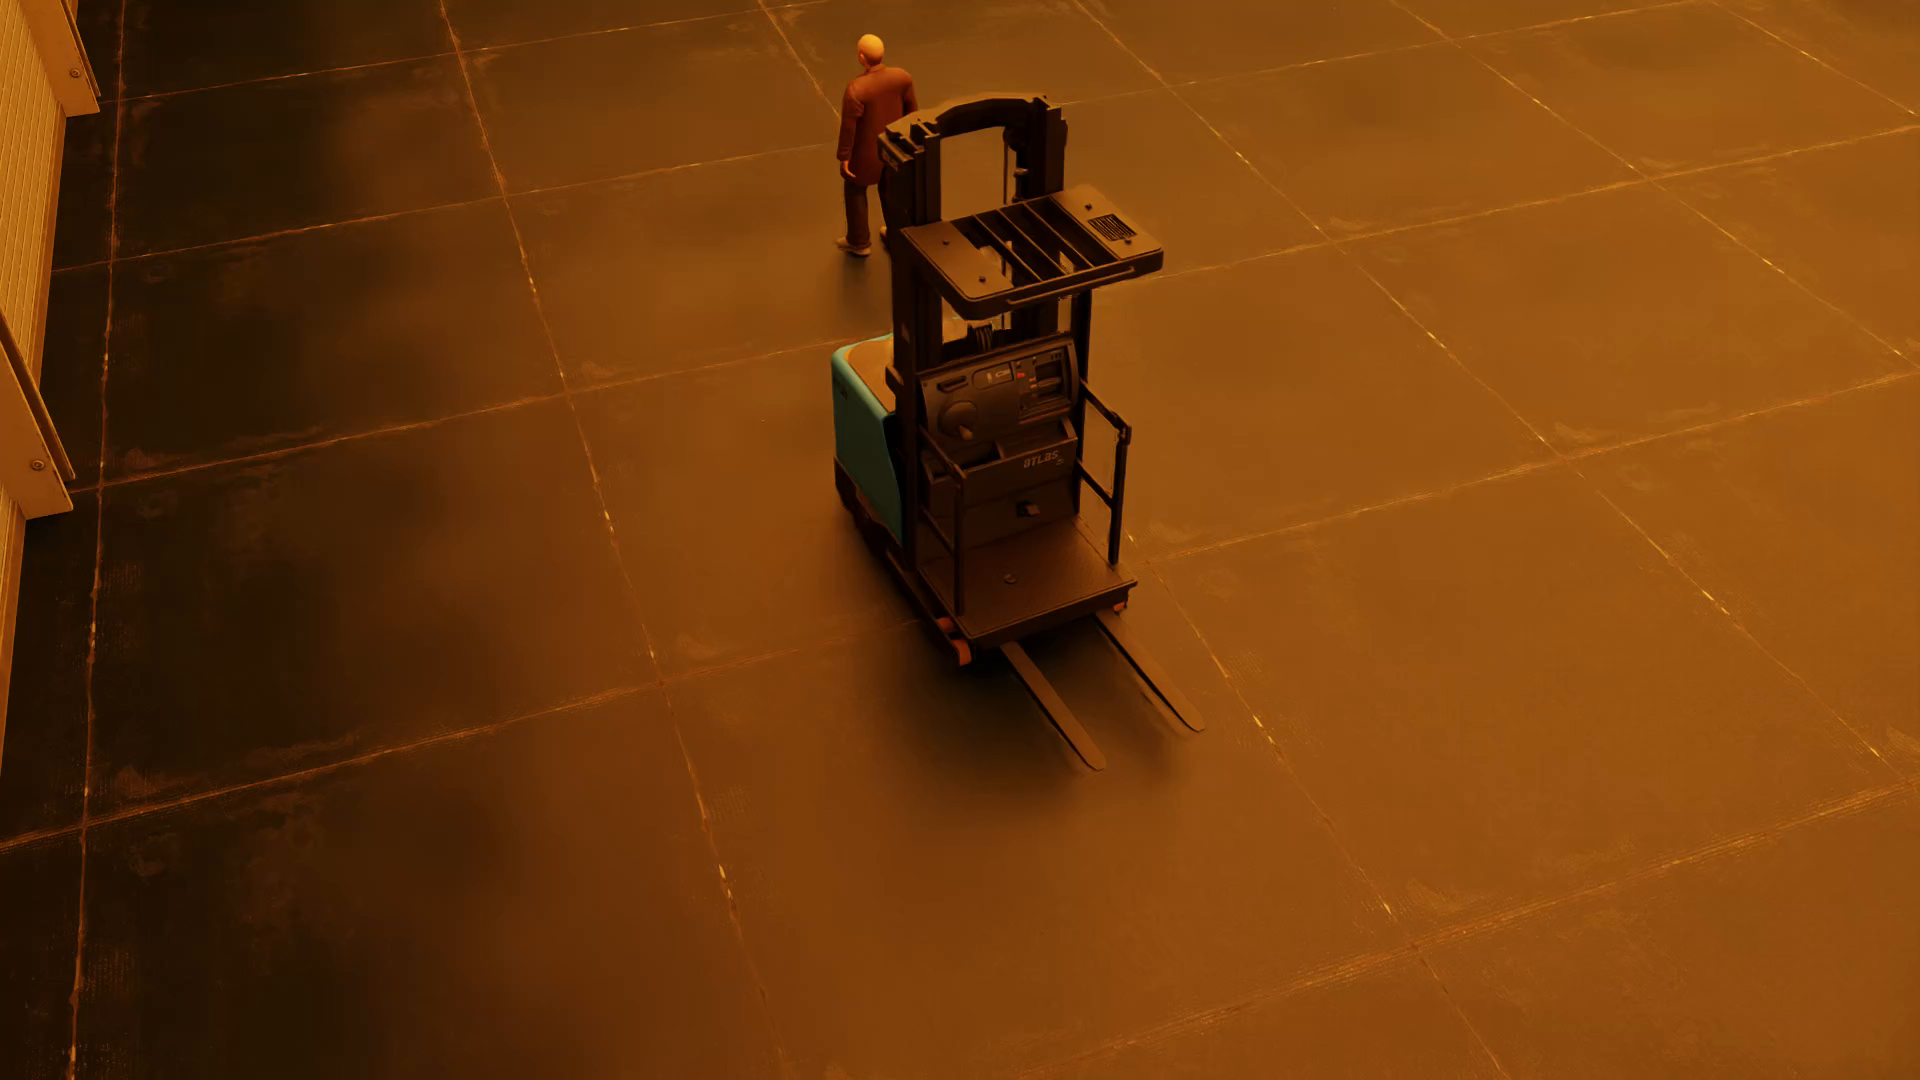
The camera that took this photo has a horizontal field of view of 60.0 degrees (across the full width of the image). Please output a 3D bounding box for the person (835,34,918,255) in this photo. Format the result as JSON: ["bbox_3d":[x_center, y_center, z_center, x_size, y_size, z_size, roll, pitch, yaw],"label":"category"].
[{"bbox_3d":[-0.668,-2.952,12.435,0.681,1.803,0.511,-22,45,-24],"label":"person"}]

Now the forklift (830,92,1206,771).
[{"bbox_3d":[0.319,-0.735,8.872,1.130,2.935,3.031,-18,43,-20],"label":"forklift"}]
